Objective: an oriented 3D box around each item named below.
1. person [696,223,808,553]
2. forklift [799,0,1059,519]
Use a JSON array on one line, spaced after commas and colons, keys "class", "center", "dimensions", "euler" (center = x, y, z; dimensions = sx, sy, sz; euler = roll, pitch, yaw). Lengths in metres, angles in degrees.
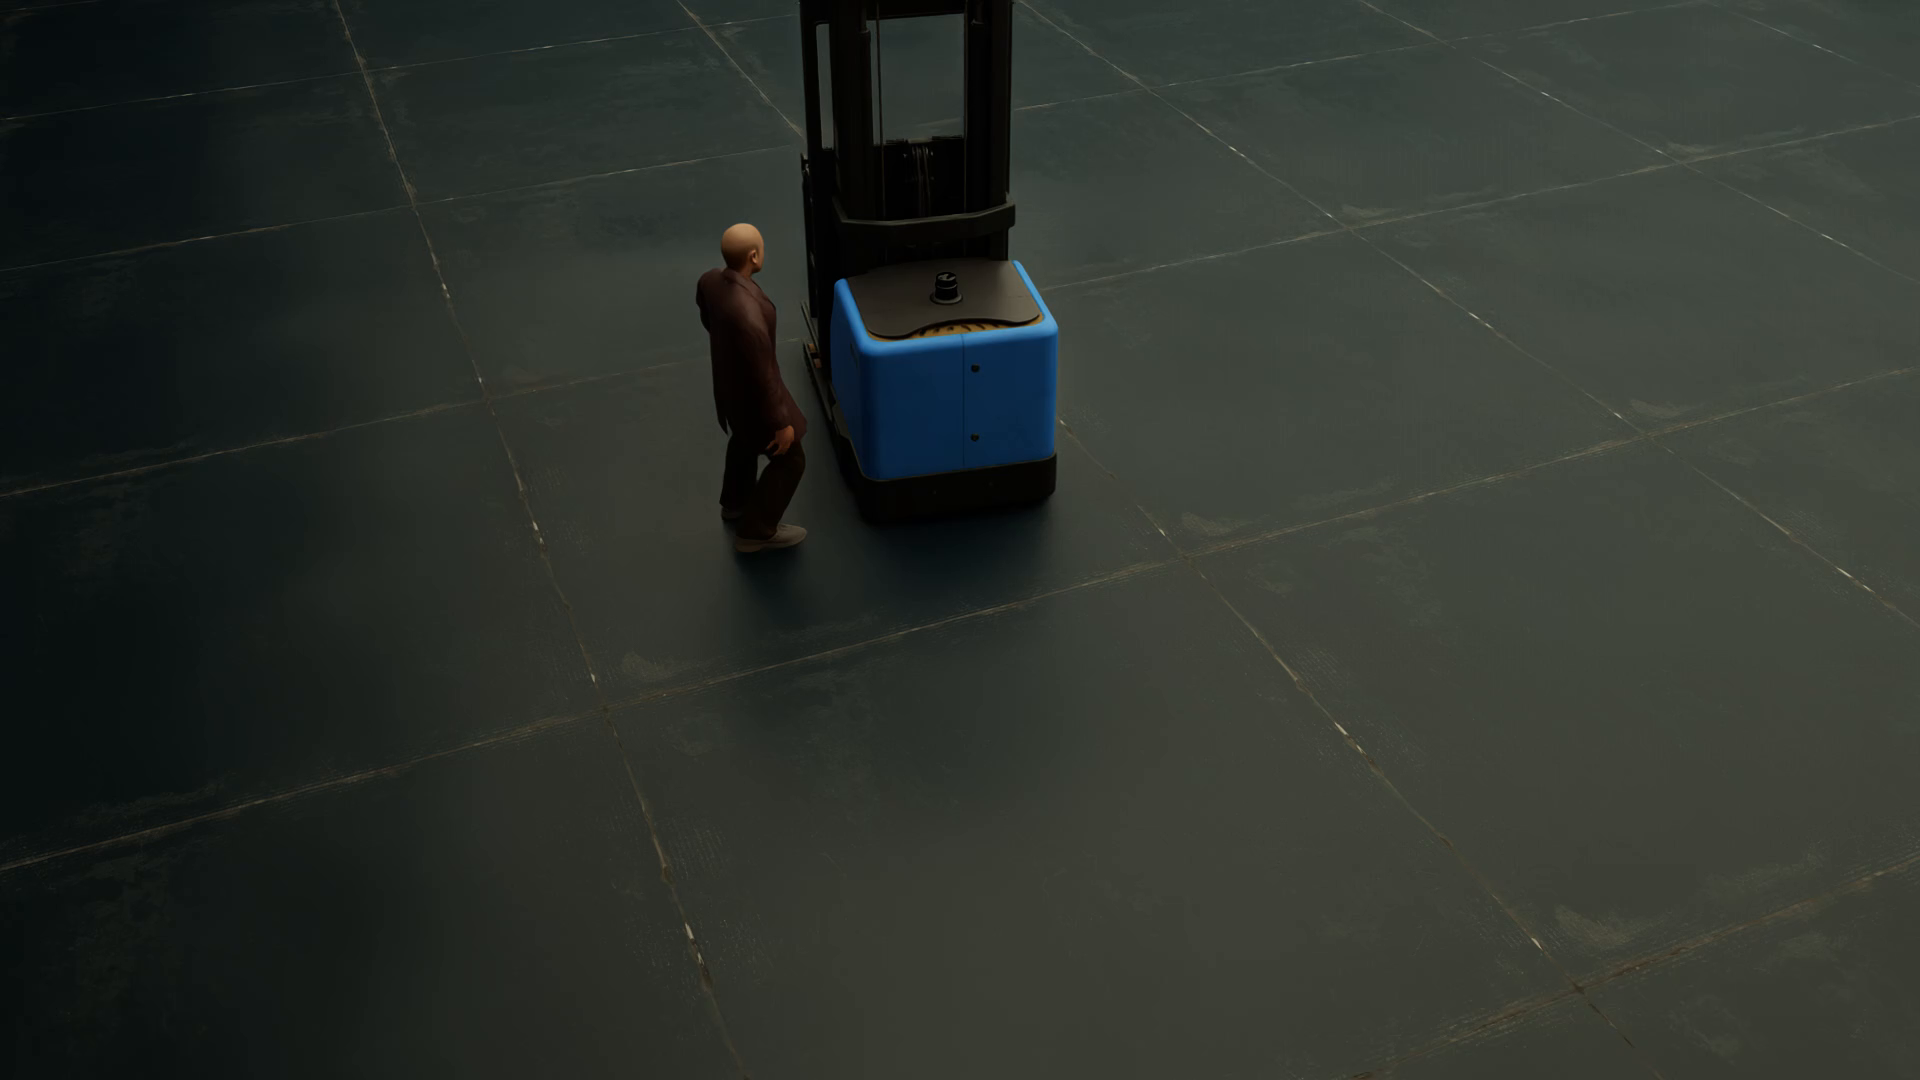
[{"class": "person", "center": [-0.999, -0.739, 8.154], "dimensions": [0.453, 1.753, 0.817], "euler": [-20, 40, -26]}, {"class": "forklift", "center": [-0.327, -2.154, 9.128], "dimensions": [1.130, 2.935, 3.031], "euler": [-8, 36, -11]}]
